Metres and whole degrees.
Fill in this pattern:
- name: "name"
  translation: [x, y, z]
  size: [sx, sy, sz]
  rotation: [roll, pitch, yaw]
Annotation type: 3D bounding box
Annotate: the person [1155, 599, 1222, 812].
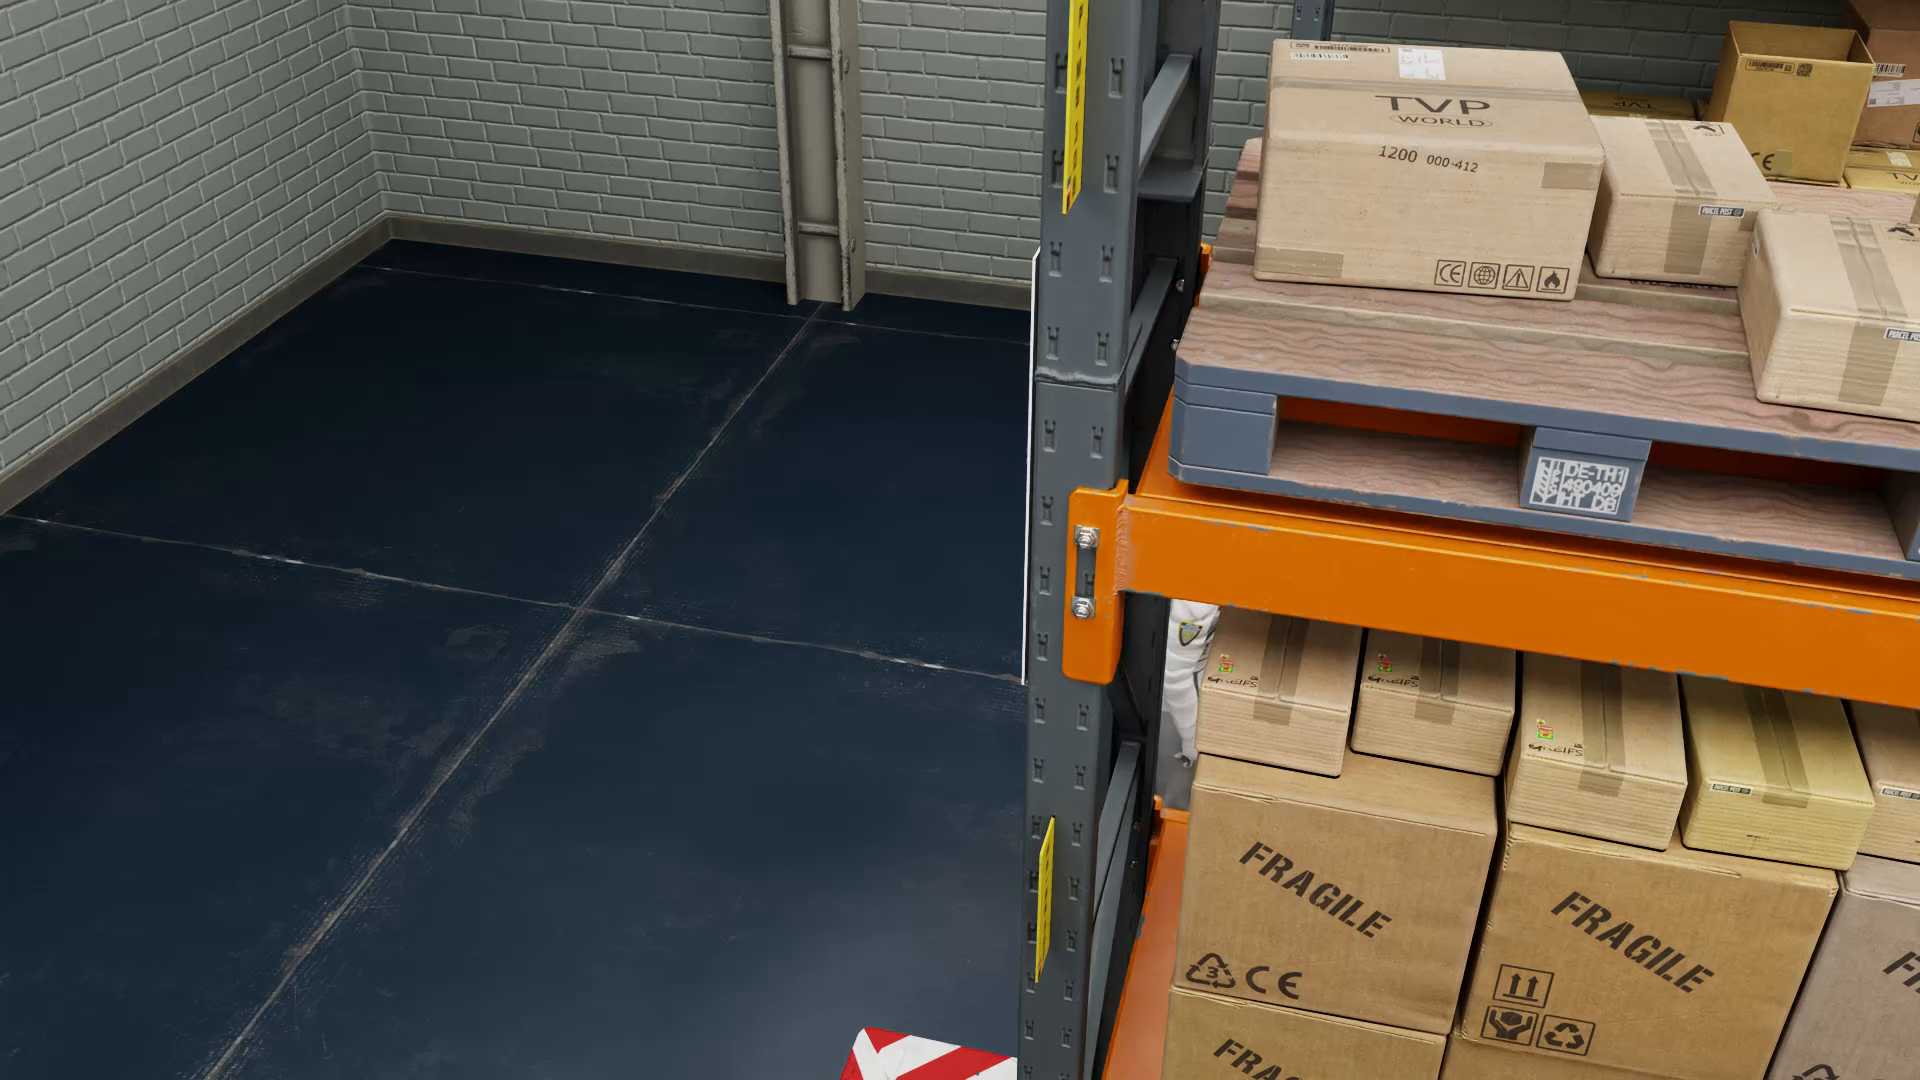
- name: "person"
  translation: [0.751, 0.494, 5.374]
  size: [0.407, 1.667, 0.545]
  rotation: [7, 34, 10]
